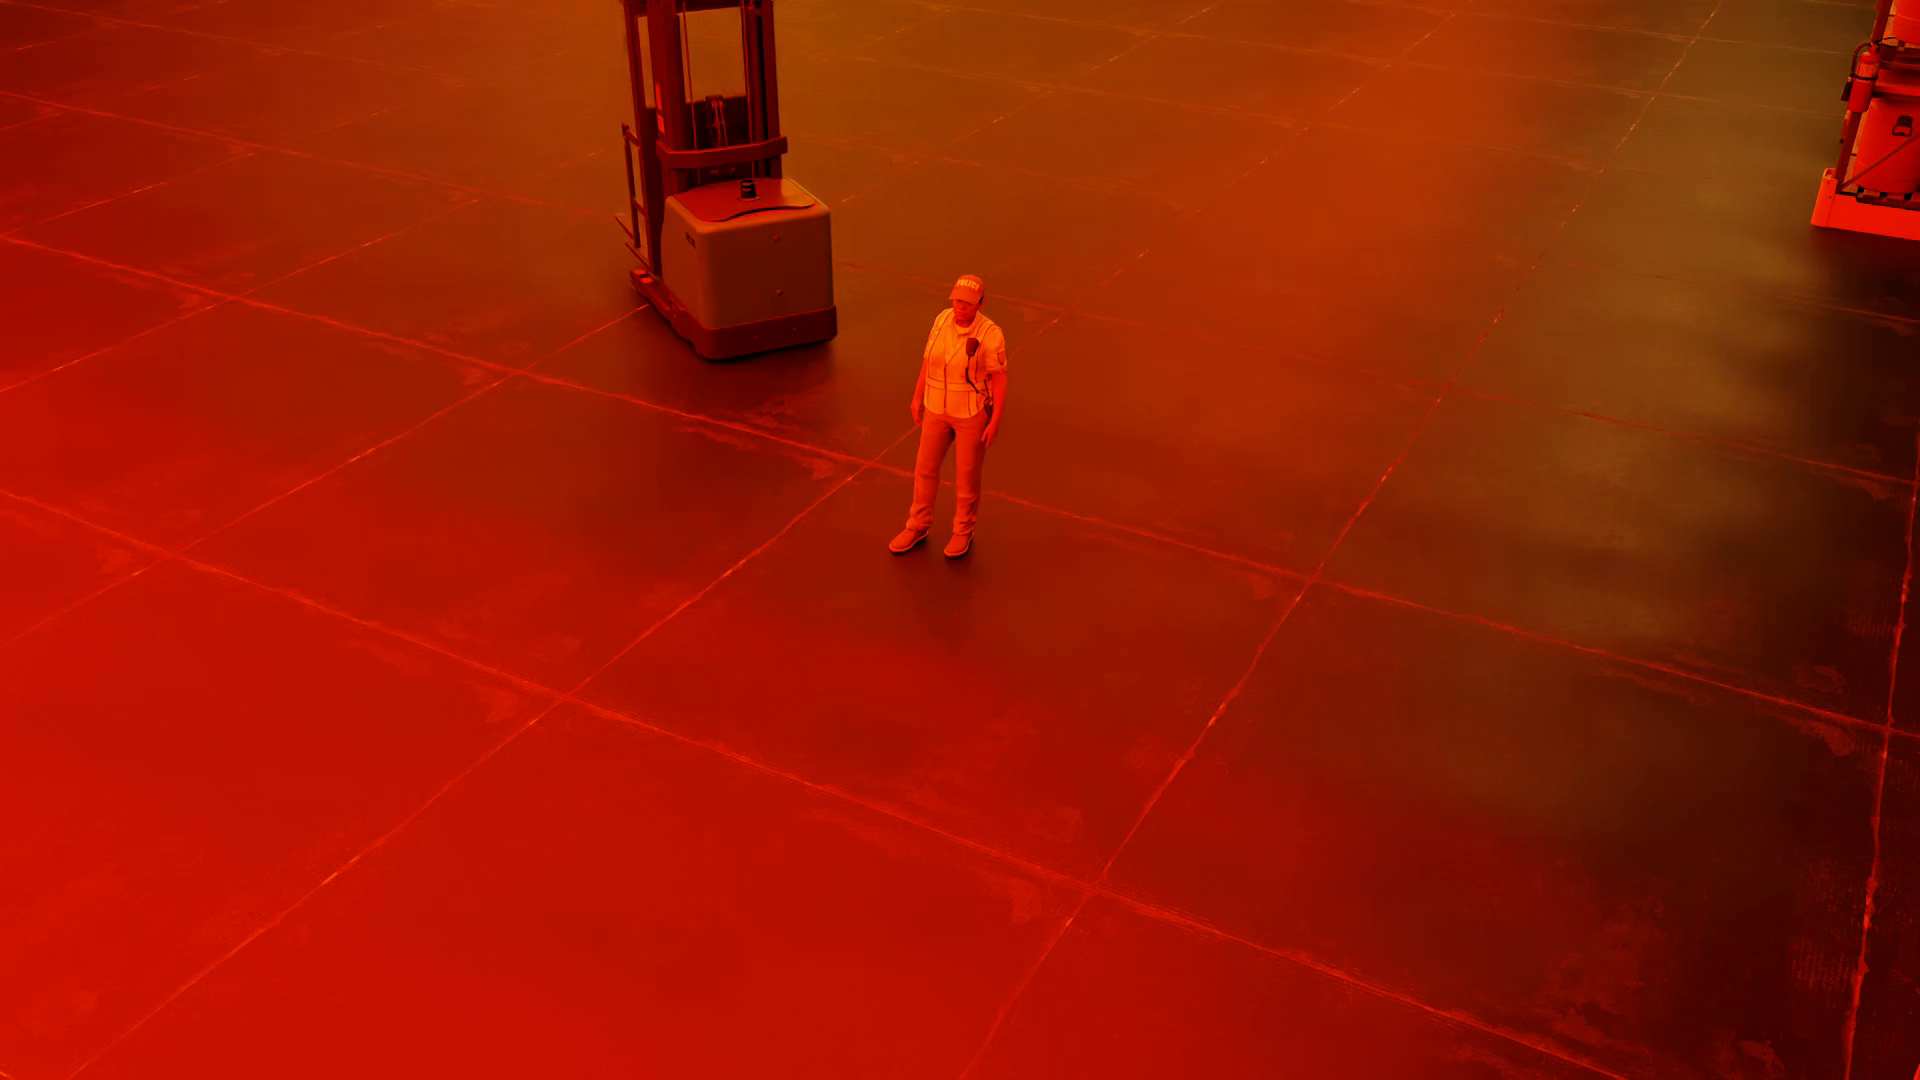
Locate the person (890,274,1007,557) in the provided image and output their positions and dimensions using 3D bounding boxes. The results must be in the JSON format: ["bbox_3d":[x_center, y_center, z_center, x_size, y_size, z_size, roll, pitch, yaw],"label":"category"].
[{"bbox_3d":[-0.057,-0.701,9.534,0.598,1.670,0.529,15,33,25],"label":"person"}]

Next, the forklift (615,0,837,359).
[{"bbox_3d":[-2.029,-3.301,12.791,1.130,2.935,3.031,-14,33,-22],"label":"forklift"}]
